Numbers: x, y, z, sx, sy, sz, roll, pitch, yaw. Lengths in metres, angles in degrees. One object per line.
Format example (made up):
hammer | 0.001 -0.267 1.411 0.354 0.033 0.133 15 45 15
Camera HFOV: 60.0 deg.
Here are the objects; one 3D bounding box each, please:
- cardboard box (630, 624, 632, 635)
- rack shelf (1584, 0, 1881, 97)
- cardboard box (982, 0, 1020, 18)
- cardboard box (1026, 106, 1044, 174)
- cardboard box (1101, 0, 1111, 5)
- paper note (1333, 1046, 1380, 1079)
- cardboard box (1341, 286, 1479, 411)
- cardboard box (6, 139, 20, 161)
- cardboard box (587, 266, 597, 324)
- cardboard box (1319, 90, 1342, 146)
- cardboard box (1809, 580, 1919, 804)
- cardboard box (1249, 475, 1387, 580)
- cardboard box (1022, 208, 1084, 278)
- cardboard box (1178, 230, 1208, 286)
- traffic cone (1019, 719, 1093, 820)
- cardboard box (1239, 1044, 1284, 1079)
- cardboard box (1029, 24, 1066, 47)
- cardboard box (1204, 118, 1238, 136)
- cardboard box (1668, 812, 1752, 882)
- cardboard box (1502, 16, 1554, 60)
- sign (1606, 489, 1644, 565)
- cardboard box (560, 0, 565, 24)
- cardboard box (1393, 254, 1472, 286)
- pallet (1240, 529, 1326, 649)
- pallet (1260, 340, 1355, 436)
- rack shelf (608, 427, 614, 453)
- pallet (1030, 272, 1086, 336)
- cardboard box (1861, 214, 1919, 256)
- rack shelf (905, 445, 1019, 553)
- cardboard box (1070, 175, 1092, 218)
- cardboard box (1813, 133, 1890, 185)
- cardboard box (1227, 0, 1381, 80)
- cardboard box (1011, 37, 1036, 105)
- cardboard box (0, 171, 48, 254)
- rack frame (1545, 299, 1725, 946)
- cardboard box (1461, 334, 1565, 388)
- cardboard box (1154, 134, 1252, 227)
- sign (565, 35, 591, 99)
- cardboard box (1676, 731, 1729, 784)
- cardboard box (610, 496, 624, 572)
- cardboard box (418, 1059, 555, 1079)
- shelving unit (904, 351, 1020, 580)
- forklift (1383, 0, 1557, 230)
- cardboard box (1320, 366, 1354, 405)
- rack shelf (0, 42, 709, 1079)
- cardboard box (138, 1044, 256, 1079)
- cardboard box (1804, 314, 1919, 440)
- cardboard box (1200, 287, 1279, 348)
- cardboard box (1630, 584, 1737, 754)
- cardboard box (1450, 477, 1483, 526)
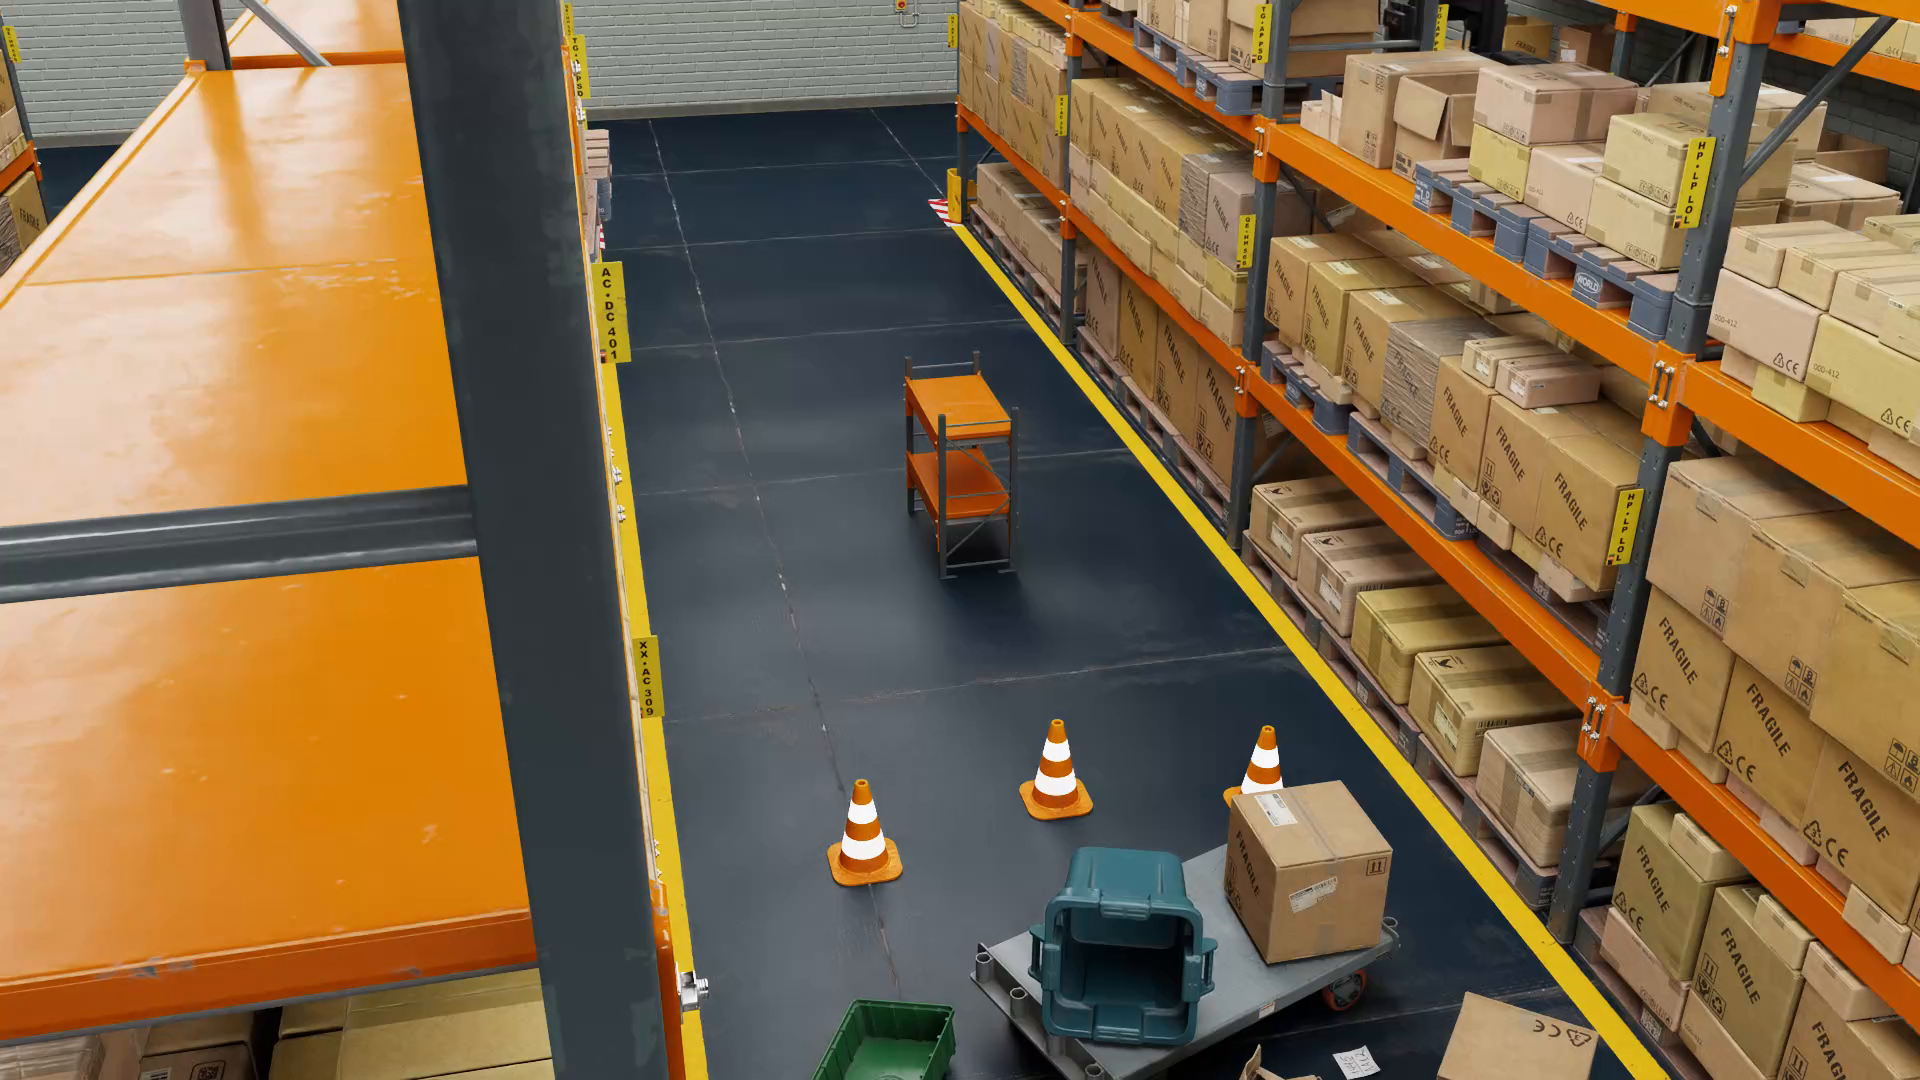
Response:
cardboard box | -1.485 0.654 6.360 0.500 0.500 0.500 -6 27 -11
rack shelf | 2.721 -2.646 7.595 1.077 0.370 4.000 -6 27 -12
cardboard box | 0.430 -5.107 15.946 0.380 0.149 0.250 -7 28 -13
cardboard box | 0.894 -3.550 14.689 0.500 0.500 0.500 -7 28 -13
cardboard box | 1.285 -4.257 12.295 0.500 0.500 0.500 -6 27 -13
paper note | 1.629 2.141 6.820 0.148 0.019 0.142 -6 27 -12
cardboard box | 2.396 -1.029 8.900 0.500 0.500 0.500 -5 27 -11
cardboard box | -8.727 -3.503 14.986 0.380 0.149 0.250 -6 27 -11
cardboard box | -1.179 -0.619 4.481 0.380 0.149 0.250 -6 27 -12
cardboard box | 2.233 -2.357 9.258 0.396 0.266 0.258 -6 27 -12
cardboard box | 3.240 0.451 5.323 0.700 0.500 0.500 -7 28 -13
cardboard box | 2.388 -0.111 10.438 0.950 0.372 0.625 -8 28 -15
cardboard box | 1.129 -2.825 15.742 0.875 0.438 0.875 -7 28 -13
cardboard box | 1.794 -1.914 11.171 0.500 0.250 0.500 -7 28 -13
traffic cone | 0.488 1.115 8.375 0.336 0.463 0.334 -6 27 -12
cardboard box | 1.264 2.206 6.431 0.396 0.266 0.258 19 32 32
cardboard box | 0.823 -4.438 14.620 0.380 0.149 0.250 -6 27 -12
cardboard box | 2.064 -2.746 11.987 0.500 0.500 0.500 -6 27 -11
cardboard box | 3.011 1.173 6.477 0.380 0.149 0.250 -6 27 -11
cardboard box | 5.480 -4.879 16.439 0.500 0.500 0.500 -5 27 -10
sign | 2.631 -0.049 6.579 0.100 0.325 0.005 -6 27 -12
cardboard box | -3.279 -4.057 12.643 0.500 0.250 0.500 -5 27 -9
cardboard box | 2.770 -1.314 9.463 0.500 0.500 0.500 -6 27 -12
pallet | 2.445 0.242 10.383 1.003 0.211 1.213 -6 27 -12
pallet | 2.534 -0.958 9.879 1.213 0.211 1.003 -6 27 -12
rack shelf | -2.981 -1.356 11.252 1.077 0.370 4.000 -6 27 -12
pallet | 1.273 -2.199 15.219 1.003 0.211 1.213 -6 27 -12
cardboard box | 3.456 -1.056 5.925 0.380 0.149 0.250 -5 27 -11
rack shelf | -0.002 -0.287 10.959 0.538 0.278 1.000 -6 27 -12
cardboard box | 1.211 -2.815 13.511 0.500 0.250 0.500 -7 28 -13
cardboard box | 6.557 -2.783 12.701 0.797 0.503 0.637 -7 28 -13
cardboard box | 2.038 -3.069 9.938 0.797 0.503 0.637 -8 28 -15
cardboard box | 0.763 -4.218 14.904 0.500 0.500 0.500 -6 27 -11
cardboard box | -8.966 -2.818 15.242 0.875 0.875 0.875 -6 27 -12
rack frame | 3.171 0.410 6.955 1.000 3.000 0.127 -6 27 -12
cardboard box | 2.595 -0.843 7.811 0.380 0.149 0.250 -7 28 -14
cardboard box | 1.670 -2.481 11.461 0.500 0.500 0.500 -6 27 -12
sign | -1.987 -2.457 8.645 0.100 0.325 0.005 -6 27 -12
cardboard box | 3.037 0.799 6.464 0.380 0.149 0.250 -5 27 -10
cardboard box | -0.835 0.049 3.159 0.380 0.149 0.250 -6 27 -11
cardboard box | -0.492 0.719 1.831 0.380 0.149 0.250 -6 27 -11
shelving unit | -0.002 -0.505 10.849 0.538 1.125 1.048 -6 27 -12
forklift | 4.032 -2.825 13.440 1.130 2.935 3.031 -6 27 -12
cardboard box | 2.252 -0.885 9.333 0.380 0.149 0.250 -6 27 -11
rack shelf | -1.178 -0.343 3.032 1.077 0.370 4.000 -6 27 -12
cardboard box | -1.110 0.890 1.936 0.500 0.250 0.500 -6 27 -11
cardboard box | 3.129 -0.548 5.362 0.500 0.250 0.500 -6 27 -12
cardboard box | 1.903 -1.475 10.856 0.500 0.250 0.500 -7 28 -13
cardboard box | 2.999 0.454 6.427 0.500 0.500 0.500 -6 27 -12
cardboard box | 2.590 -0.202 7.980 0.380 0.149 0.250 -6 27 -11
